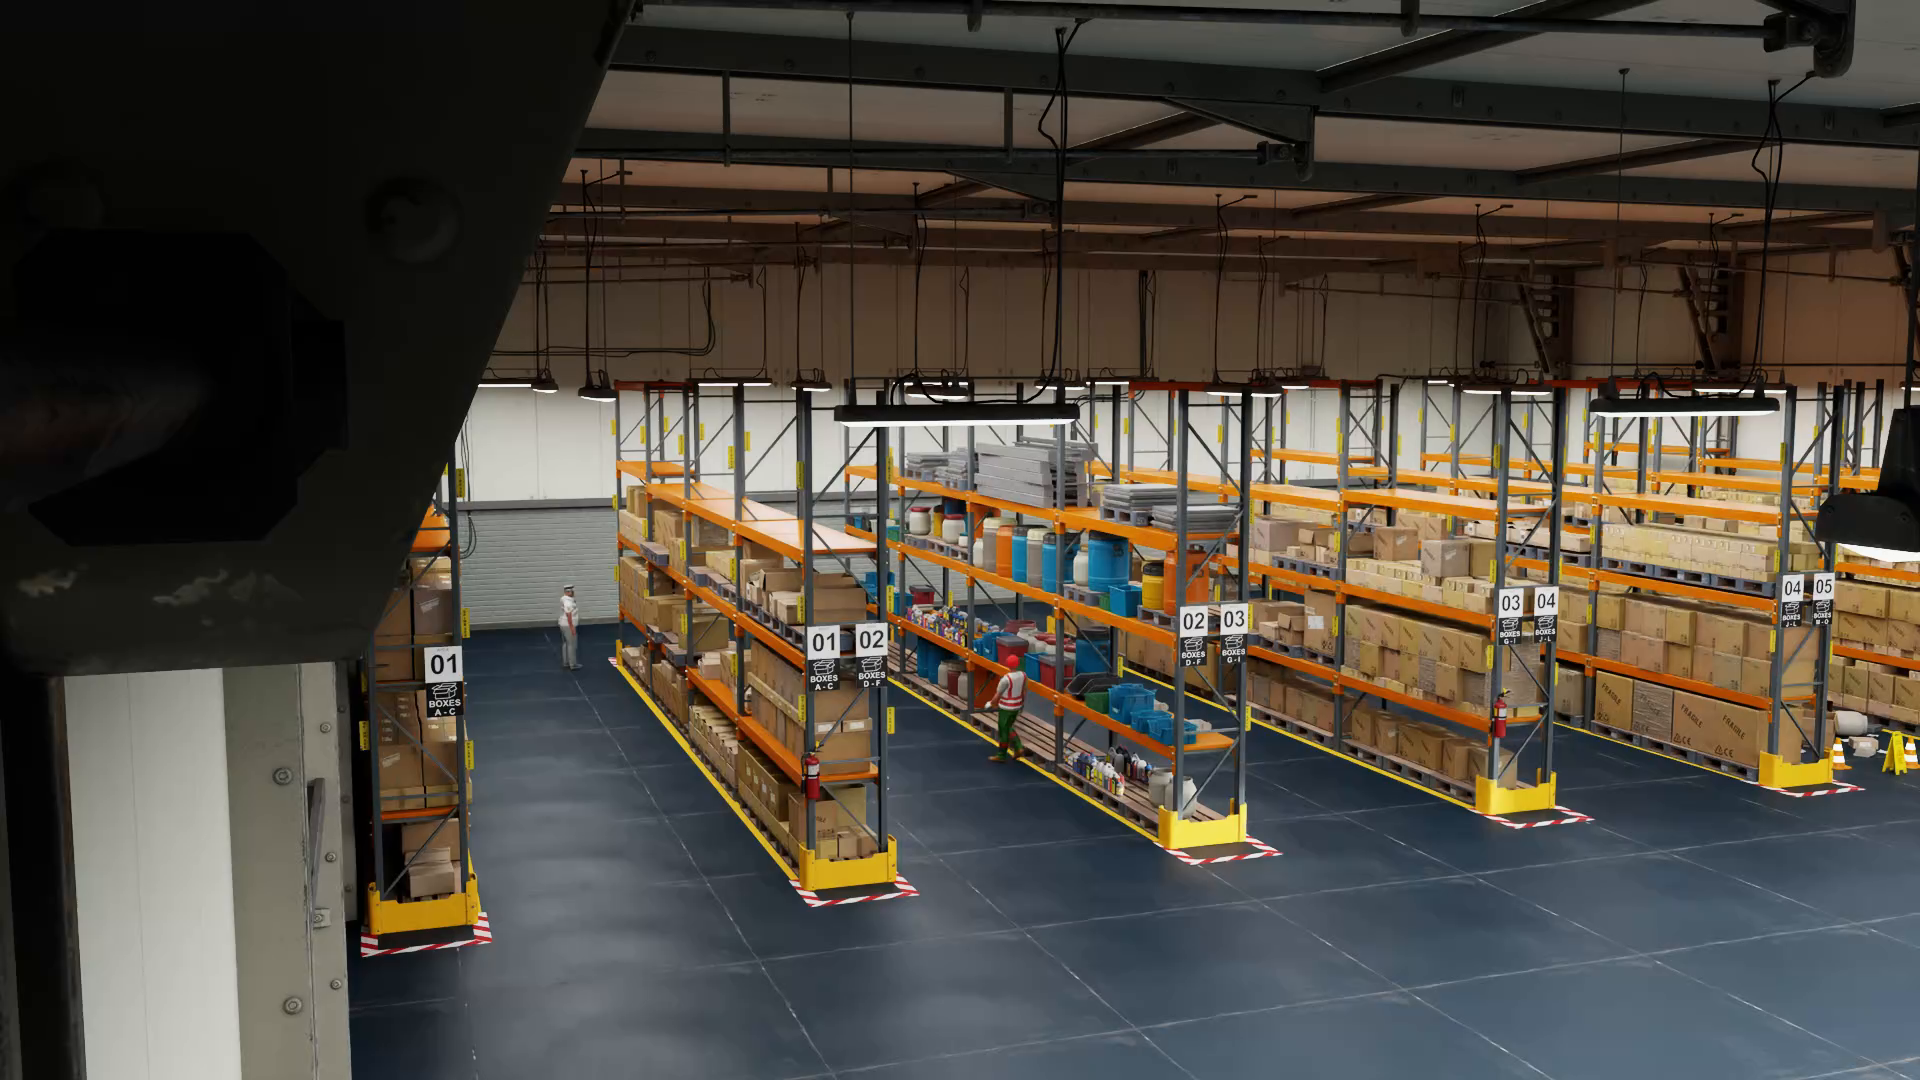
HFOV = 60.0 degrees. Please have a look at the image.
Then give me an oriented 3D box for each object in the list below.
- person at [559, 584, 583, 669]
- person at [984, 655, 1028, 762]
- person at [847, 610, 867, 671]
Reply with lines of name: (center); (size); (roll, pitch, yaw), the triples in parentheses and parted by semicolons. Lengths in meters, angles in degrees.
person: (-8.094, 1.794, 34.607); (0.416, 1.755, 0.595); (-3, 7, -24)
person: (0.741, 2.661, 26.413); (0.634, 1.766, 0.628); (5, 8, 37)
person: (-2.248, 1.840, 34.317); (0.558, 1.798, 0.694); (-5, 8, -42)
